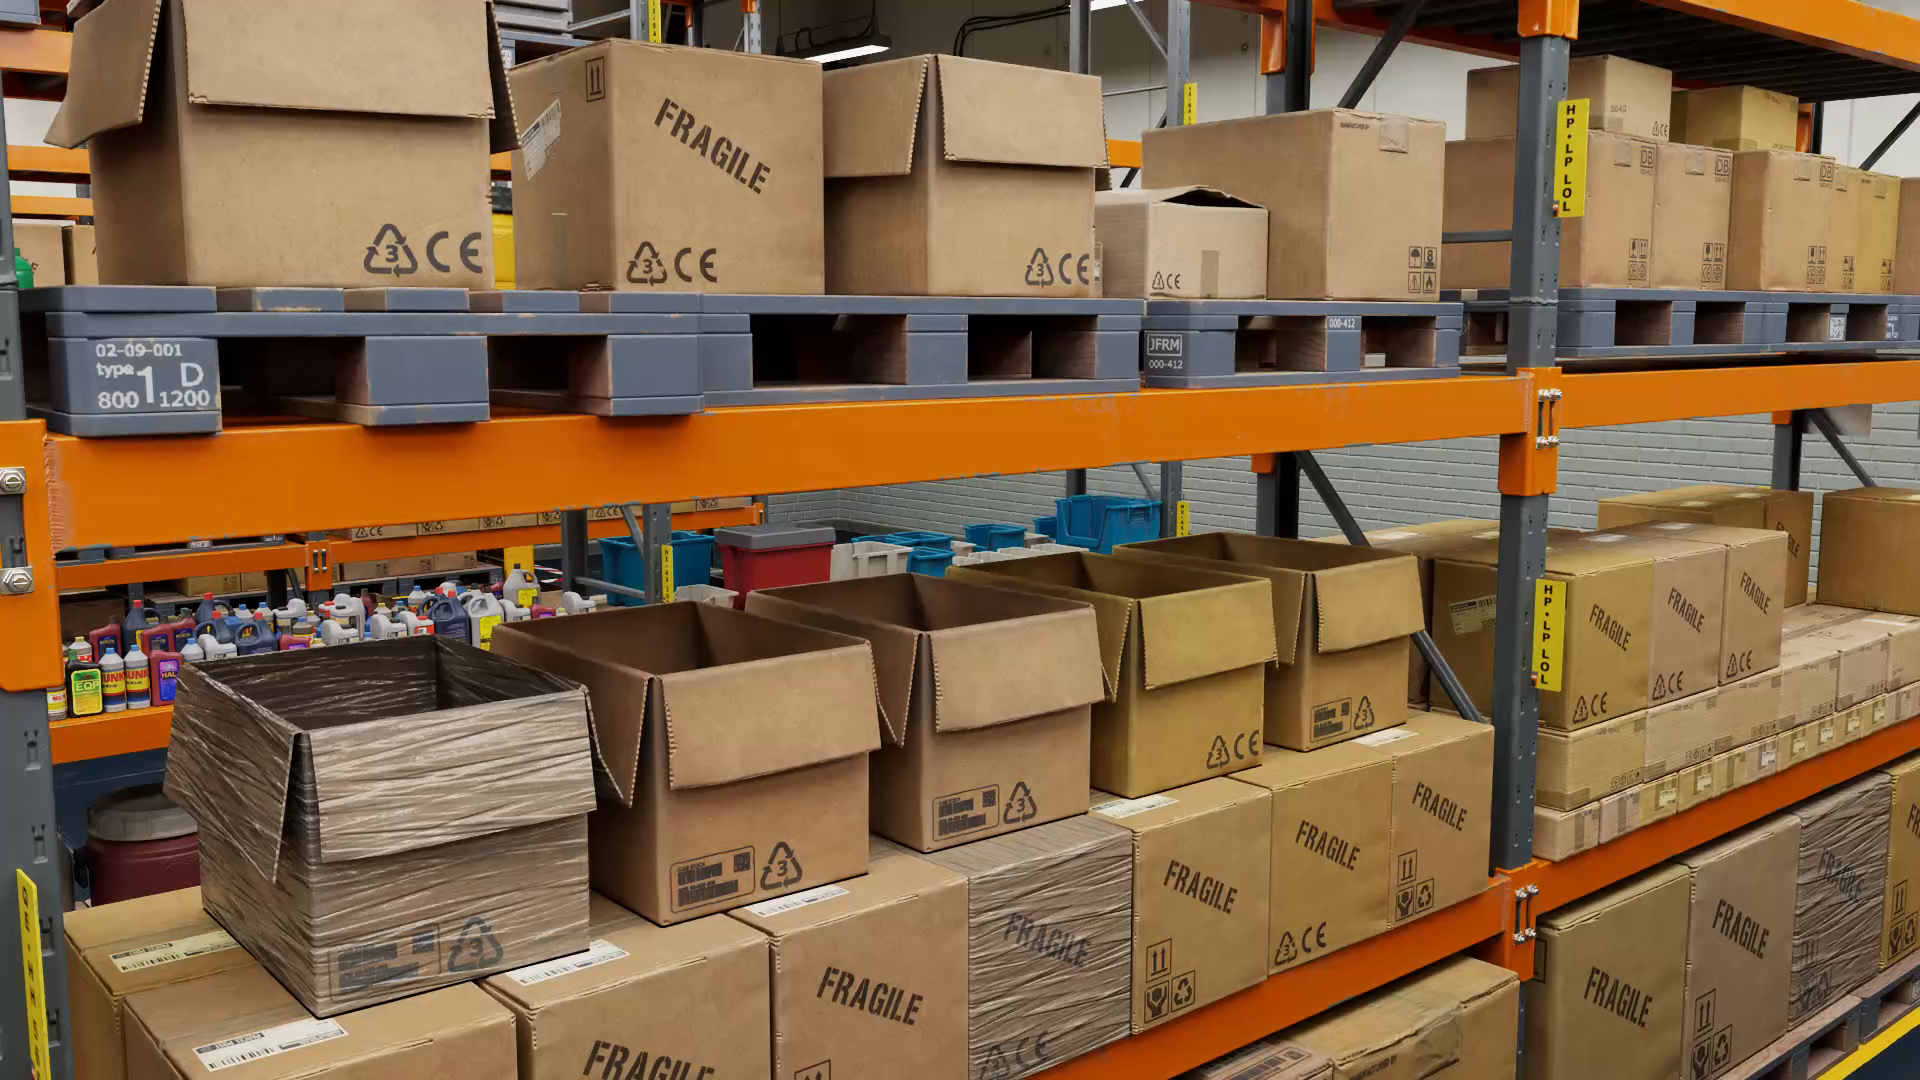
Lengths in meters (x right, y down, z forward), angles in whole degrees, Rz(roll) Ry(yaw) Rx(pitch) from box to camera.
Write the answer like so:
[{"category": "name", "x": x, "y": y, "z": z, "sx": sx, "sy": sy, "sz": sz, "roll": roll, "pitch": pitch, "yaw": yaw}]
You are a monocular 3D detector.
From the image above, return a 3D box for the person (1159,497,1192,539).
[{"category": "person", "x": 1.648, "y": 0.411, "z": 13.108, "sx": 0.438, "sy": 1.611, "sz": 0.888, "roll": -5, "pitch": 9, "yaw": -31}]
